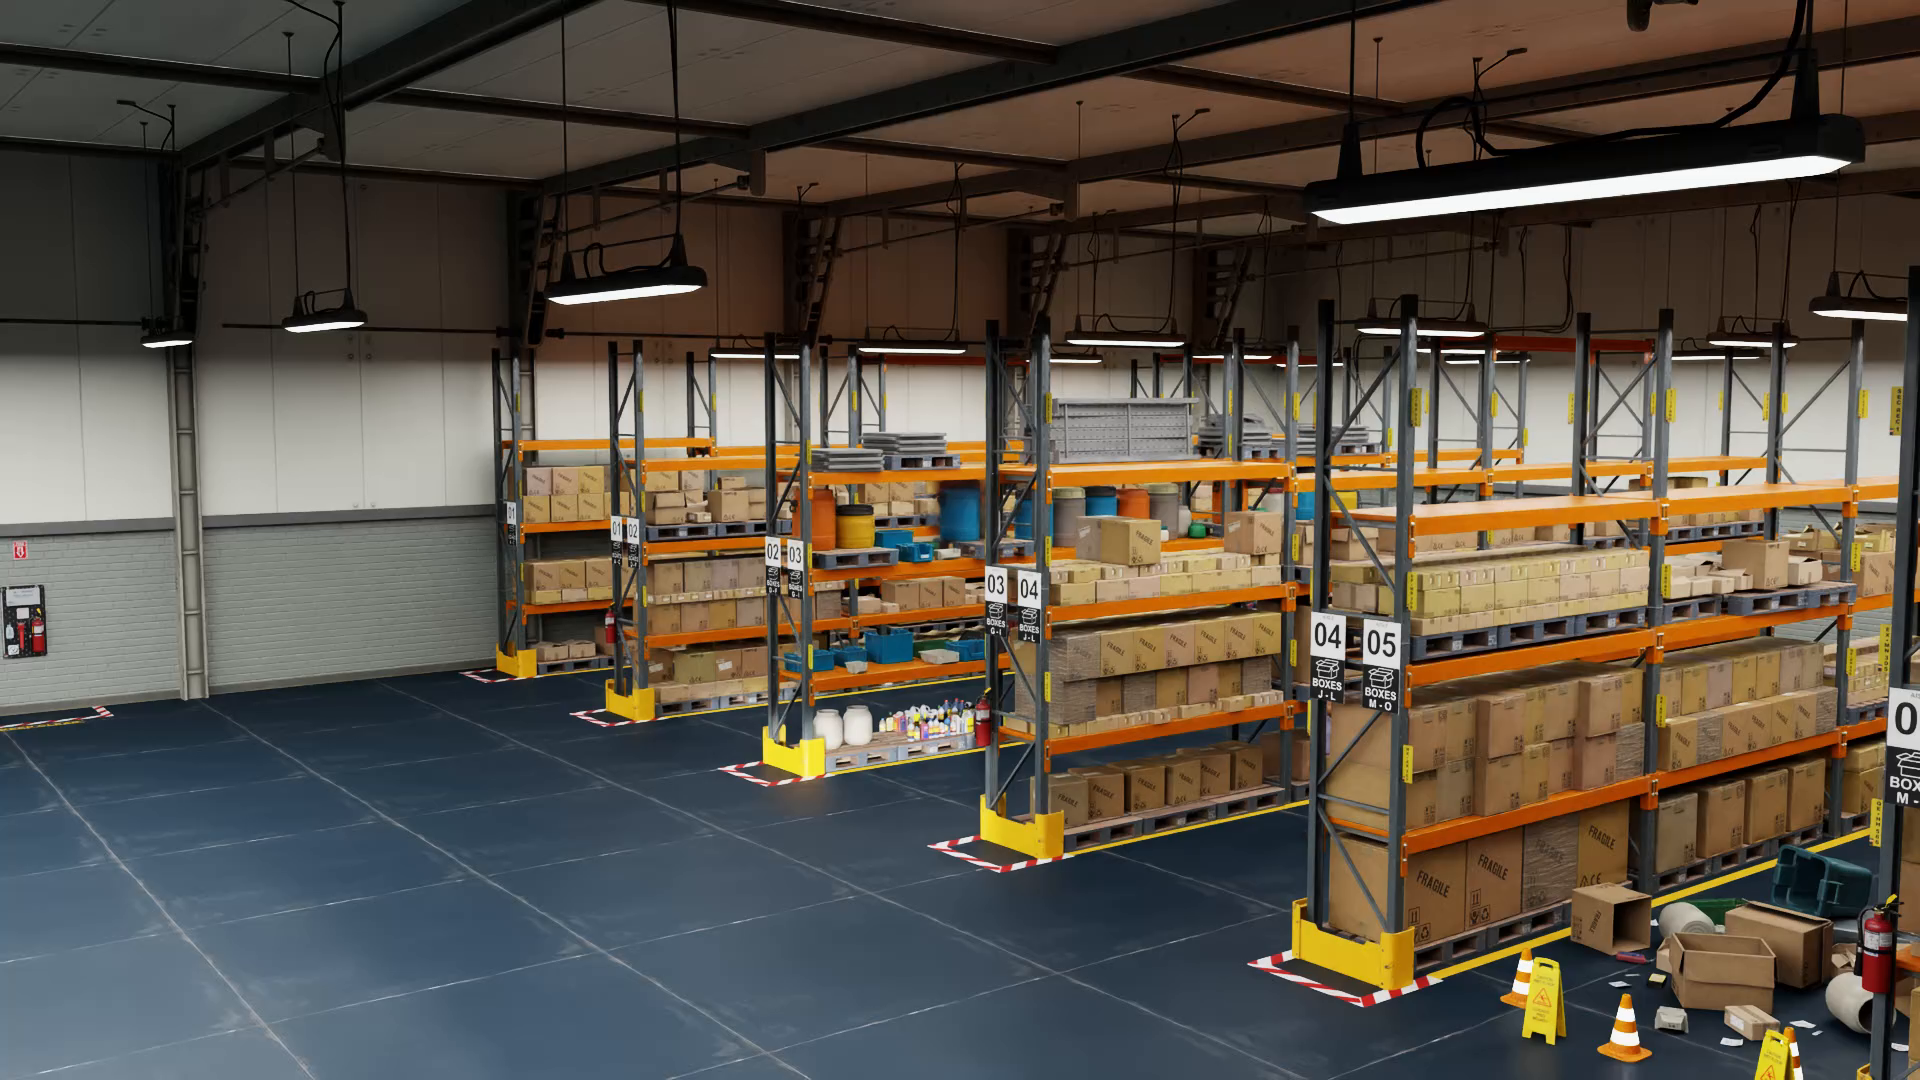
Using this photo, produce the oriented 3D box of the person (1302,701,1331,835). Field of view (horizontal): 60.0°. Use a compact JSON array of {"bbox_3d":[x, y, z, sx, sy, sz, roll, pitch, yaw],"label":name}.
[{"bbox_3d":[4.320,2.627,19.588,0.923,1.591,0.512,-2,5,-23],"label":"person"}]
